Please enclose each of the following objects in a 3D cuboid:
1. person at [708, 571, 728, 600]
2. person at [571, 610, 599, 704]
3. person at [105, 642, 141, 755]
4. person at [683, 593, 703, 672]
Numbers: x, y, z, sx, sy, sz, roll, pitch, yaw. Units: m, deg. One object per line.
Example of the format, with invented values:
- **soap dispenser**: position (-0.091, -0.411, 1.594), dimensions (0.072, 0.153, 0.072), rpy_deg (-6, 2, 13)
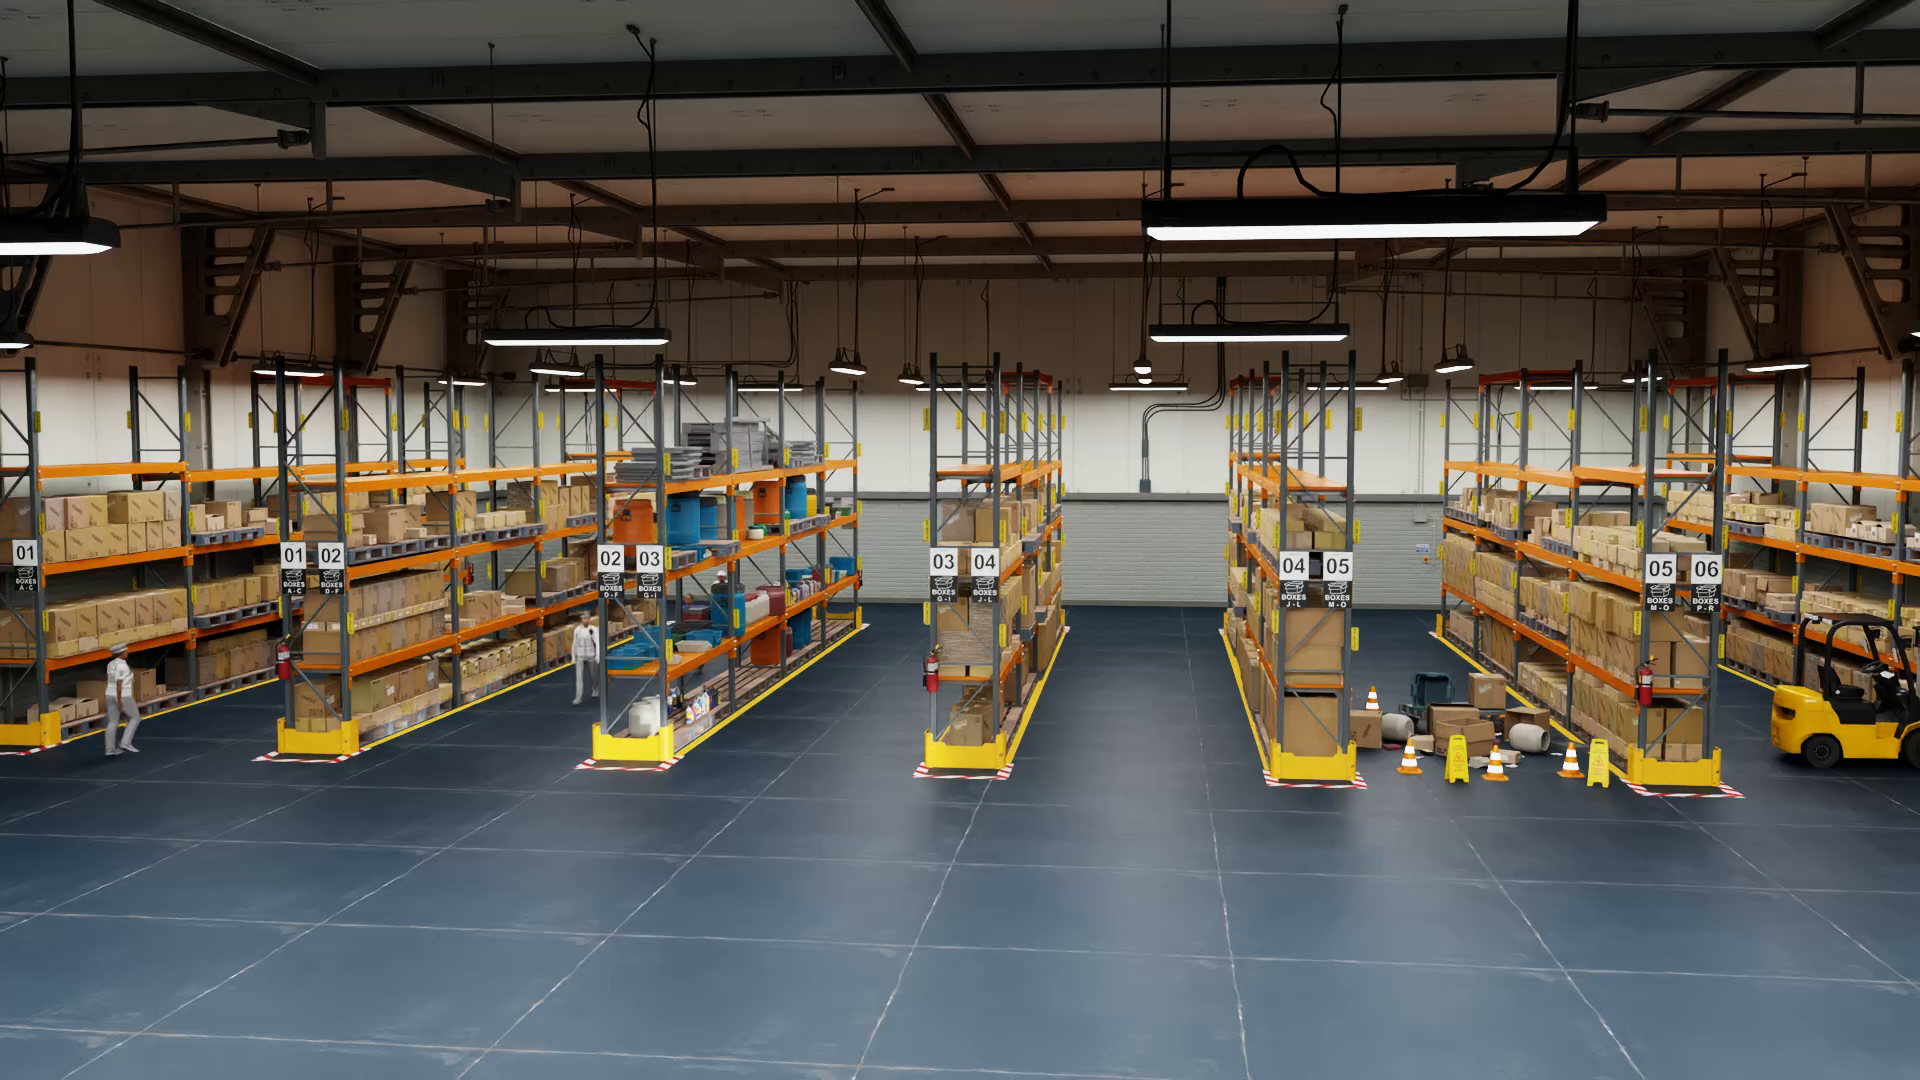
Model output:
- **person**: position (-5.335, 1.511, 37.553), dimensions (0.683, 1.681, 0.655), rpy_deg (1, 4, 14)
- **person**: position (-6.686, 2.061, 29.703), dimensions (0.570, 1.622, 1.051), rpy_deg (0, 4, -2)
- **person**: position (-12.673, 2.392, 25.036), dimensions (0.467, 1.683, 0.519), rpy_deg (1, 4, 18)
- **person**: position (-5.343, 1.859, 32.791), dimensions (0.552, 1.615, 0.969), rpy_deg (1, 4, 16)
